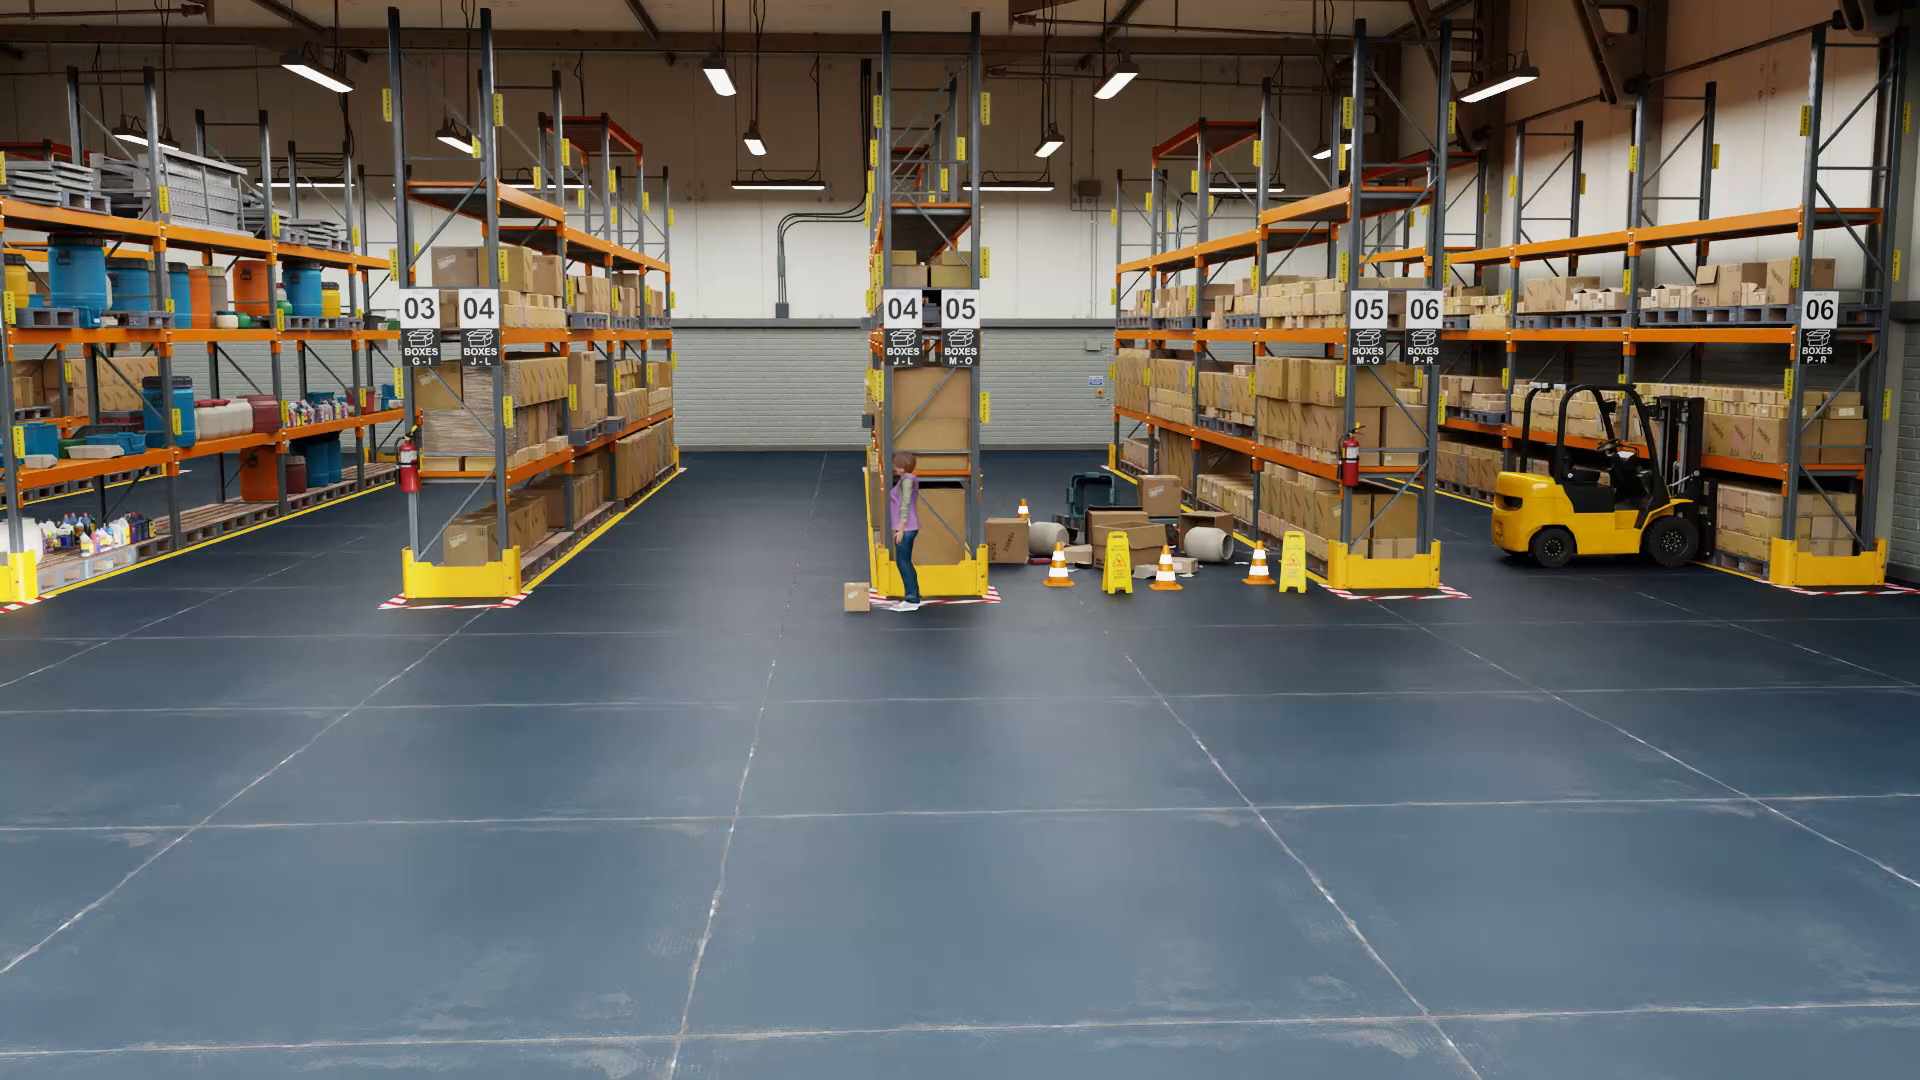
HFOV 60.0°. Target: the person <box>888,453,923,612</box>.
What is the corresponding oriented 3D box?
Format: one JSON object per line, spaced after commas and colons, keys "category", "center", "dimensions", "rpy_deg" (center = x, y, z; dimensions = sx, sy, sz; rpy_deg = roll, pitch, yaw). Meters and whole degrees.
{"category": "person", "center": [-0.541, -0.078, 16.541], "dimensions": [0.340, 1.580, 0.417], "rpy_deg": [0, 7, 3]}
